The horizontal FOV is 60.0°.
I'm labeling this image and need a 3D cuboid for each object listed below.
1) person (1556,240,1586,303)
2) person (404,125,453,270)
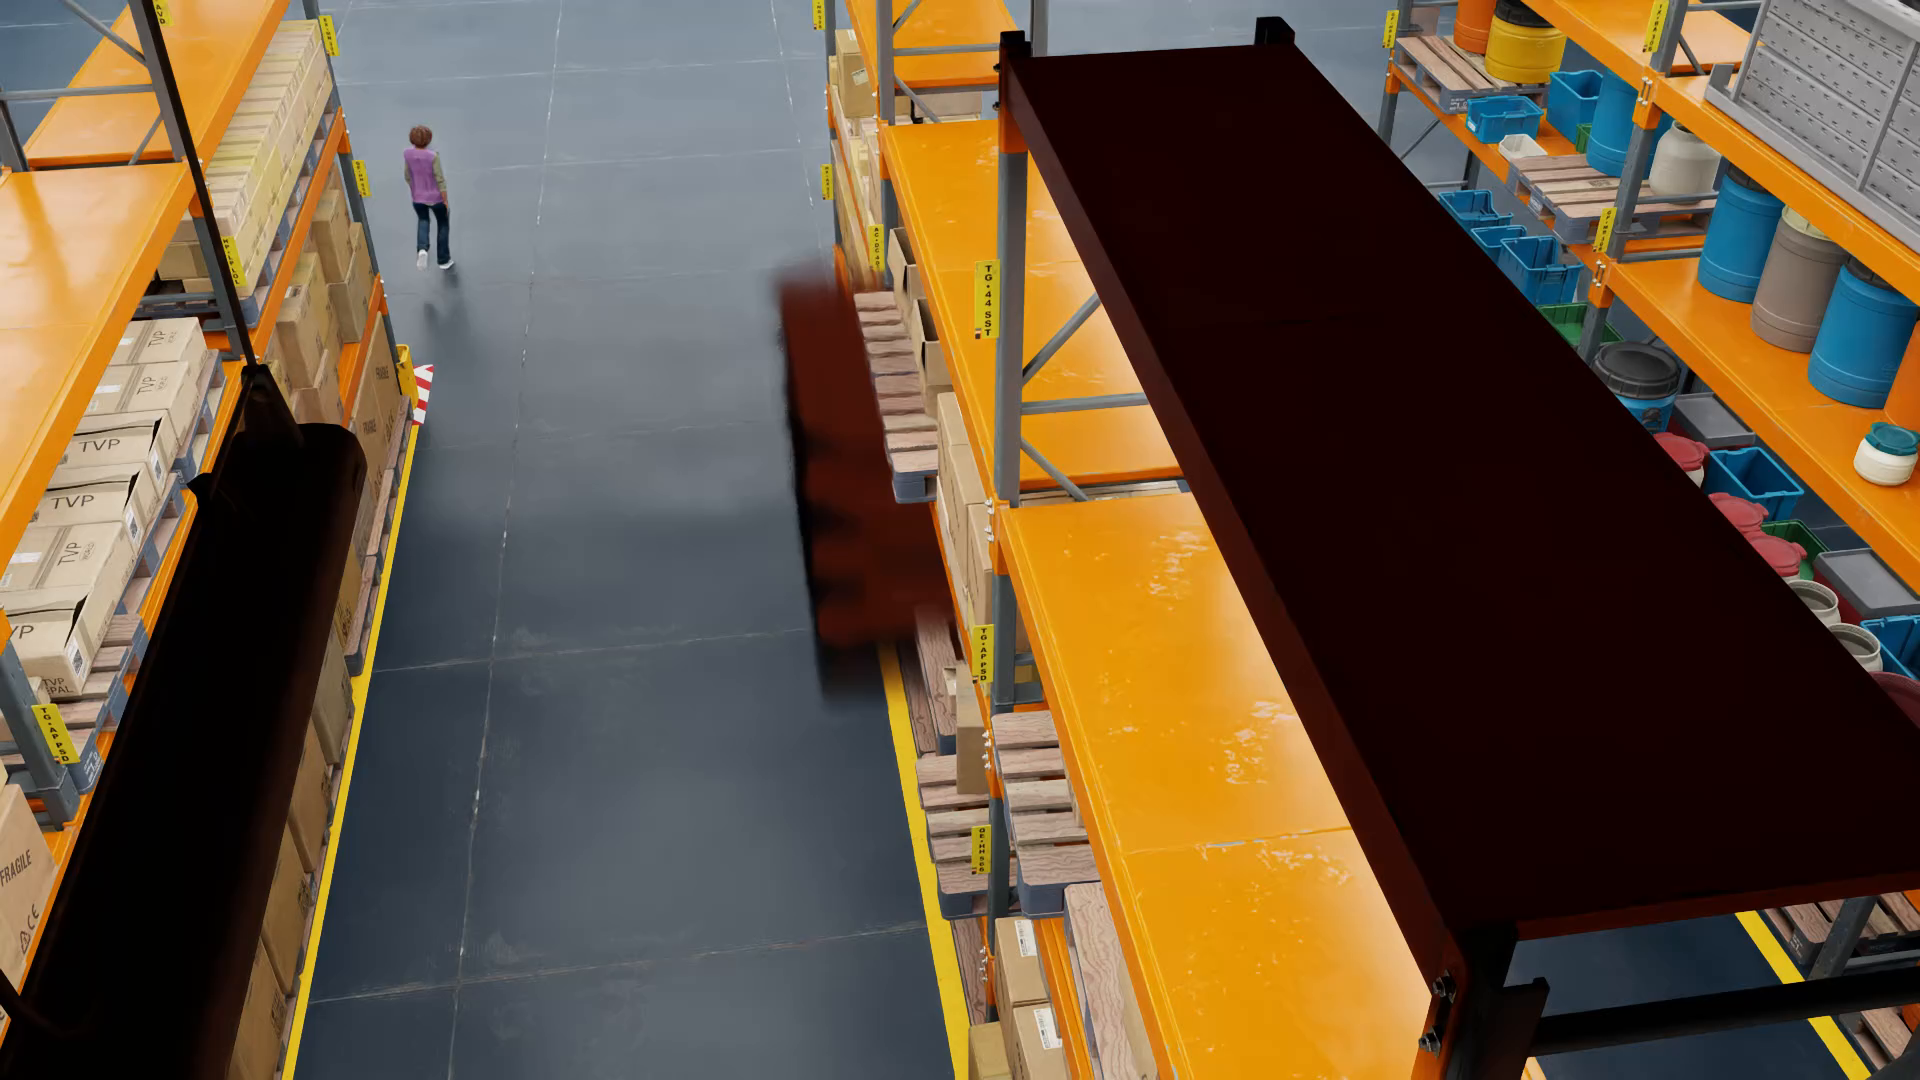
[{"bbox_3d":[5.835,-2.826,15.947,0.507,1.654,0.727,-23,42,-28],"label":"person"},{"bbox_3d":[-5.349,-3.431,16.782,0.451,1.601,0.523,3,36,4],"label":"person"}]
